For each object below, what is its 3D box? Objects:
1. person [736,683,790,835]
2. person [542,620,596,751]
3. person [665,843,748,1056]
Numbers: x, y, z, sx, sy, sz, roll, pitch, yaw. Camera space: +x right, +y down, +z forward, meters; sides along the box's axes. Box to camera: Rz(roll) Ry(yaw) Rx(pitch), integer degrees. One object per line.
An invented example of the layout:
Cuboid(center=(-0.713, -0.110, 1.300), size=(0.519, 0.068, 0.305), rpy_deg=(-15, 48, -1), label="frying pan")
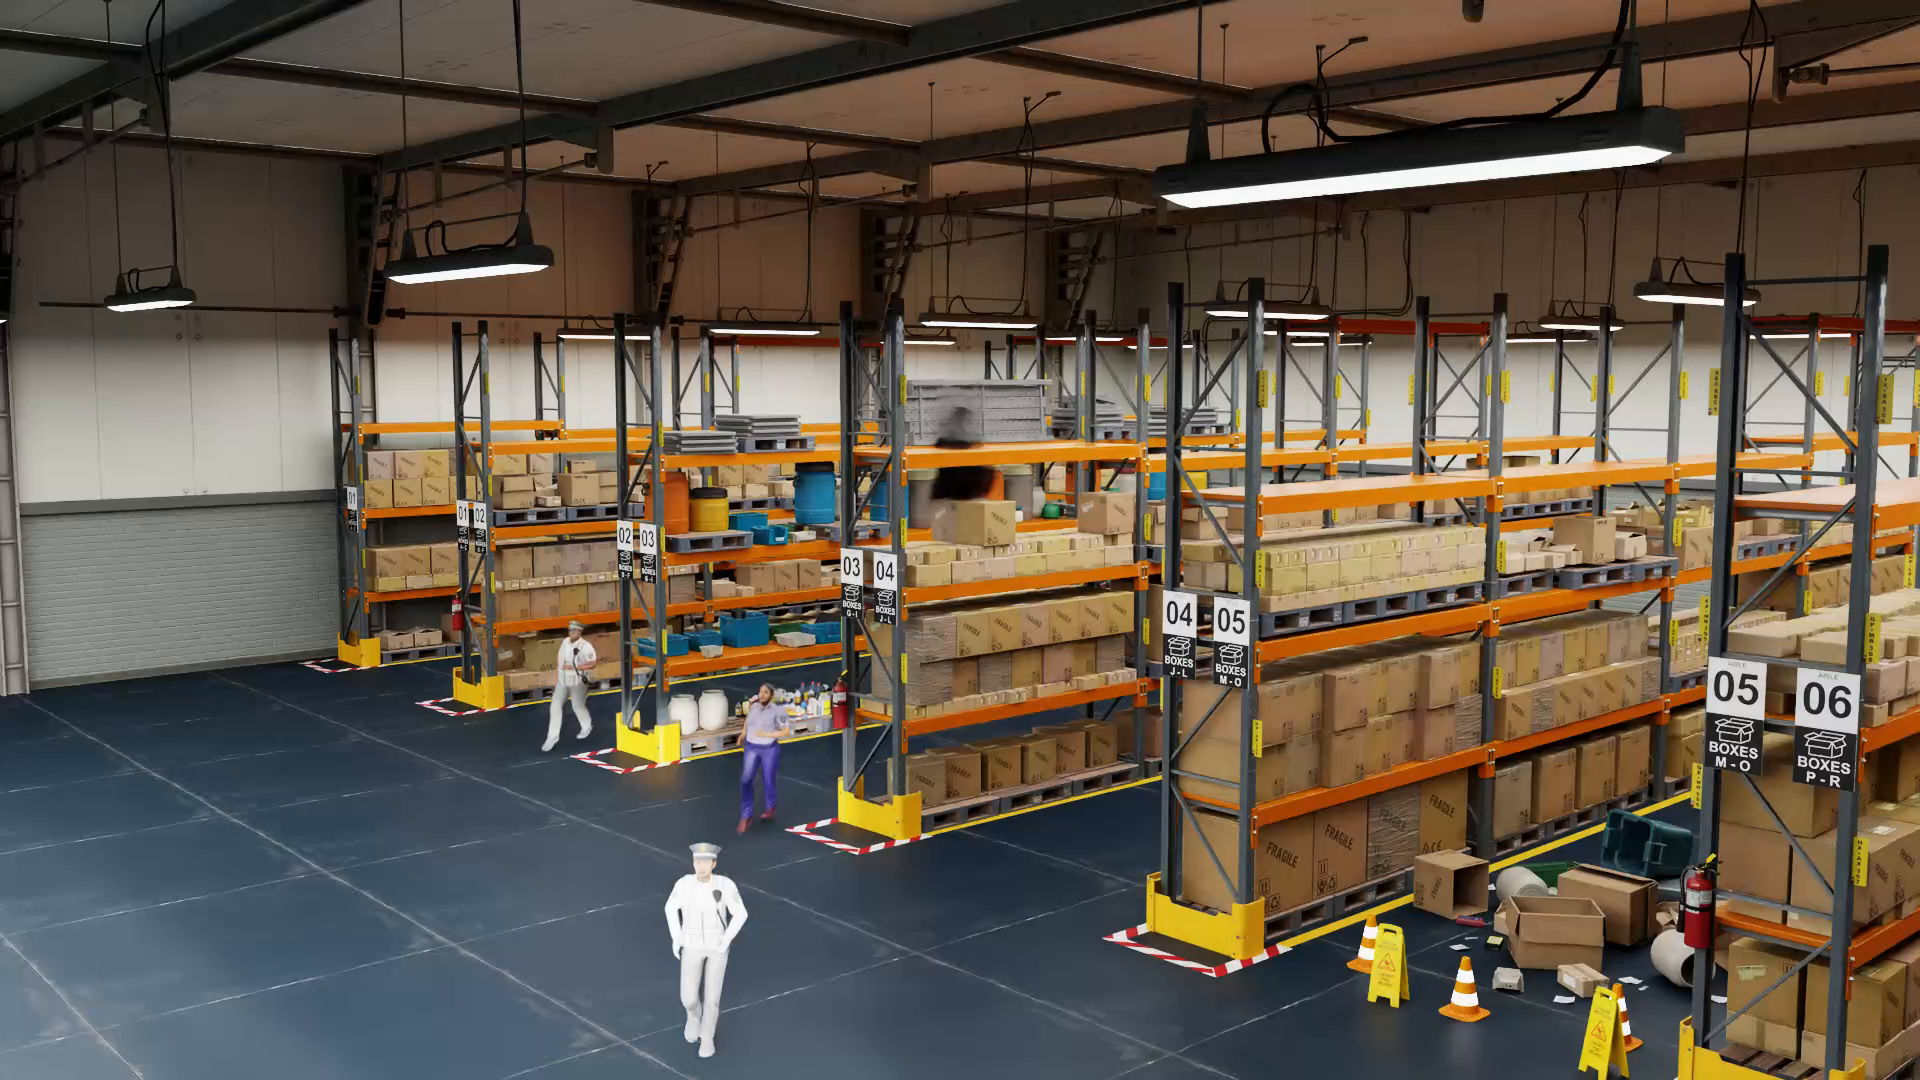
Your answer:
Cuboid(center=(-2.247, 2.480, 19.054), size=(0.652, 1.701, 0.782), rpy_deg=(1, 6, 10), label="person")
Cuboid(center=(-5.351, 1.996, 23.194), size=(0.688, 1.809, 0.927), rpy_deg=(2, 6, 23), label="person")
Cuboid(center=(-1.928, 3.098, 12.619), size=(0.630, 1.663, 0.538), rpy_deg=(0, 6, -5), label="person")
